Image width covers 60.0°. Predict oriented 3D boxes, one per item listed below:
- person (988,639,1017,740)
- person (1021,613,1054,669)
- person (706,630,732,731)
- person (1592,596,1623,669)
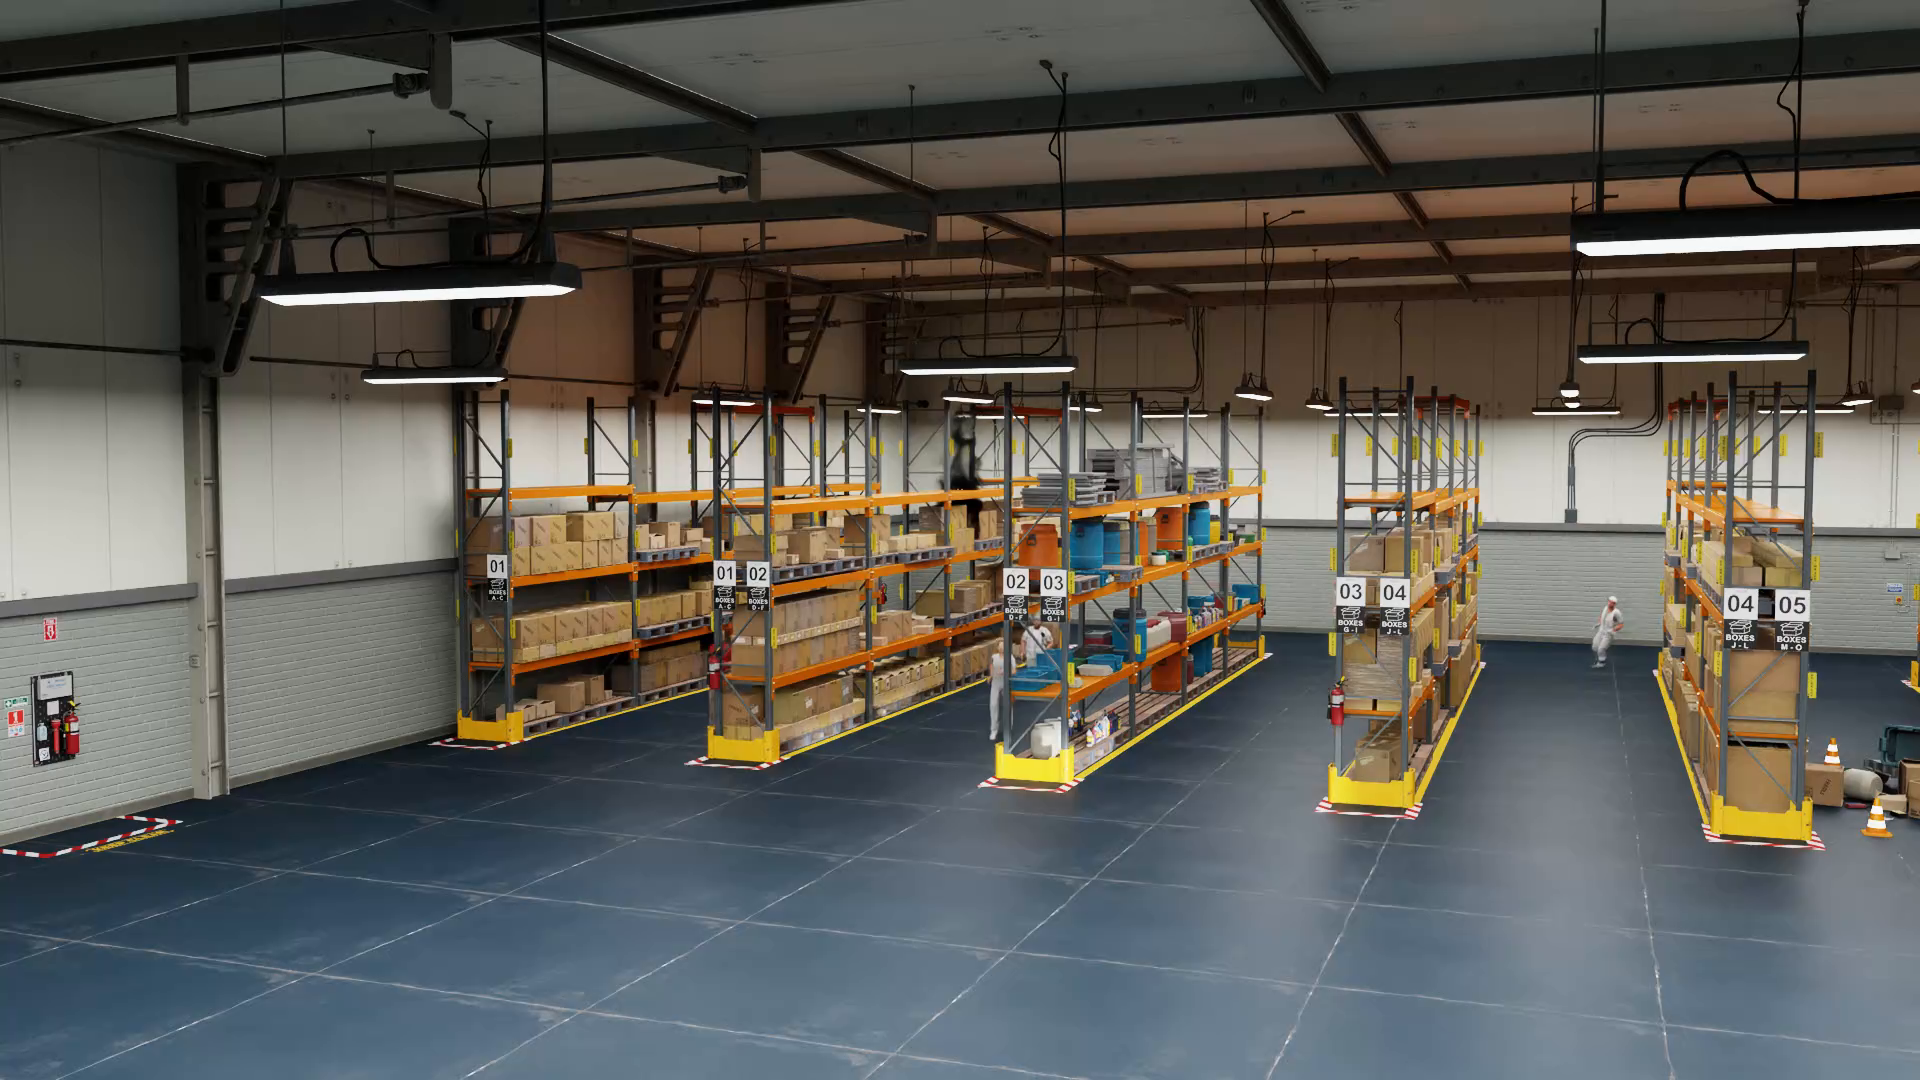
[{"bbox_3d":[0.725,2.562,28.765,0.555,1.704,0.784,1,3,18],"label":"person"},{"bbox_3d":[1.530,2.318,33.173,0.667,1.730,0.598,1,3,10],"label":"person"},{"bbox_3d":[-4.282,2.491,29.785,0.652,1.762,0.814,1,3,14],"label":"person"},{"bbox_3d":[14.645,2.093,37.555,0.733,1.685,0.745,3,4,42],"label":"person"}]
